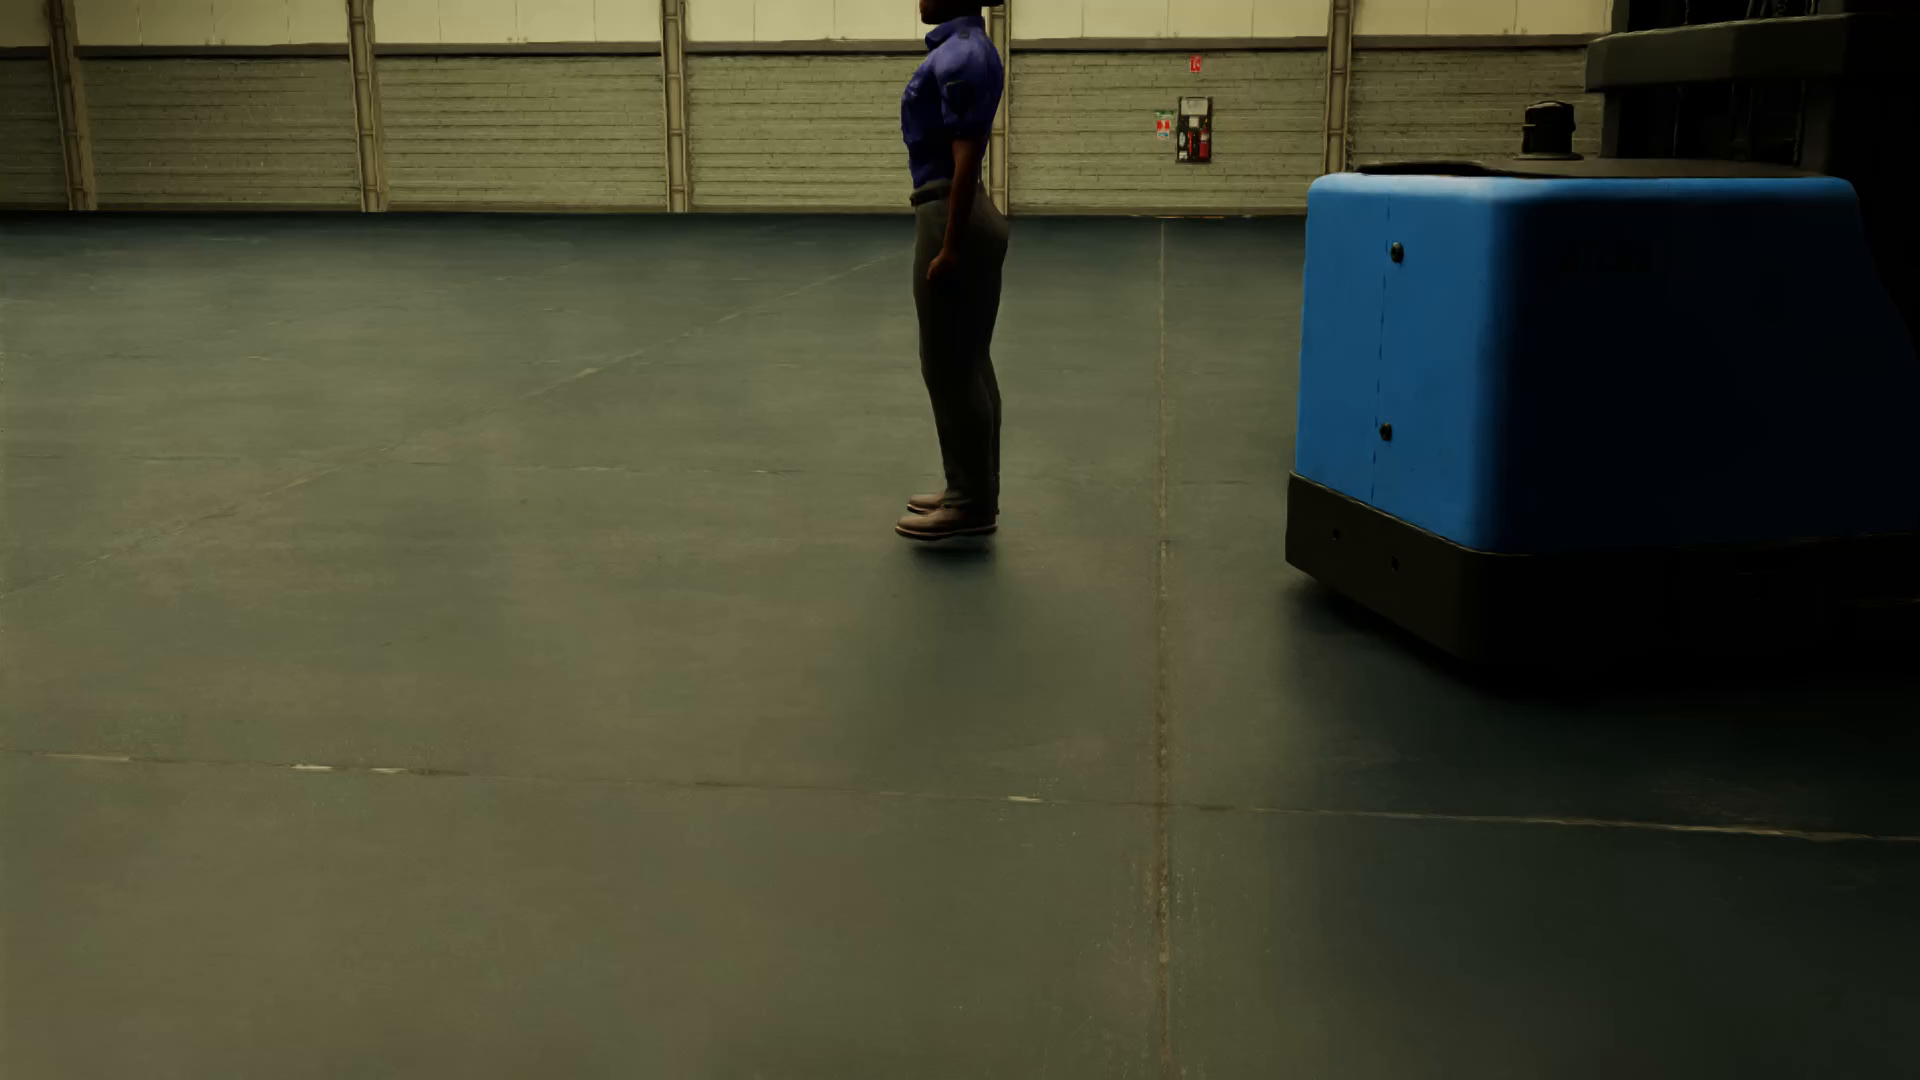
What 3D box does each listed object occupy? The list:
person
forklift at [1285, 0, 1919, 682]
[{"bbox_3d":[-0.023,-0.847,4.758,0.320,1.662,0.446,2,13,7],"label":"person"},{"bbox_3d":[2.433,-1.281,3.990,3.031,2.935,1.130,-3,14,-13],"label":"forklift"}]
